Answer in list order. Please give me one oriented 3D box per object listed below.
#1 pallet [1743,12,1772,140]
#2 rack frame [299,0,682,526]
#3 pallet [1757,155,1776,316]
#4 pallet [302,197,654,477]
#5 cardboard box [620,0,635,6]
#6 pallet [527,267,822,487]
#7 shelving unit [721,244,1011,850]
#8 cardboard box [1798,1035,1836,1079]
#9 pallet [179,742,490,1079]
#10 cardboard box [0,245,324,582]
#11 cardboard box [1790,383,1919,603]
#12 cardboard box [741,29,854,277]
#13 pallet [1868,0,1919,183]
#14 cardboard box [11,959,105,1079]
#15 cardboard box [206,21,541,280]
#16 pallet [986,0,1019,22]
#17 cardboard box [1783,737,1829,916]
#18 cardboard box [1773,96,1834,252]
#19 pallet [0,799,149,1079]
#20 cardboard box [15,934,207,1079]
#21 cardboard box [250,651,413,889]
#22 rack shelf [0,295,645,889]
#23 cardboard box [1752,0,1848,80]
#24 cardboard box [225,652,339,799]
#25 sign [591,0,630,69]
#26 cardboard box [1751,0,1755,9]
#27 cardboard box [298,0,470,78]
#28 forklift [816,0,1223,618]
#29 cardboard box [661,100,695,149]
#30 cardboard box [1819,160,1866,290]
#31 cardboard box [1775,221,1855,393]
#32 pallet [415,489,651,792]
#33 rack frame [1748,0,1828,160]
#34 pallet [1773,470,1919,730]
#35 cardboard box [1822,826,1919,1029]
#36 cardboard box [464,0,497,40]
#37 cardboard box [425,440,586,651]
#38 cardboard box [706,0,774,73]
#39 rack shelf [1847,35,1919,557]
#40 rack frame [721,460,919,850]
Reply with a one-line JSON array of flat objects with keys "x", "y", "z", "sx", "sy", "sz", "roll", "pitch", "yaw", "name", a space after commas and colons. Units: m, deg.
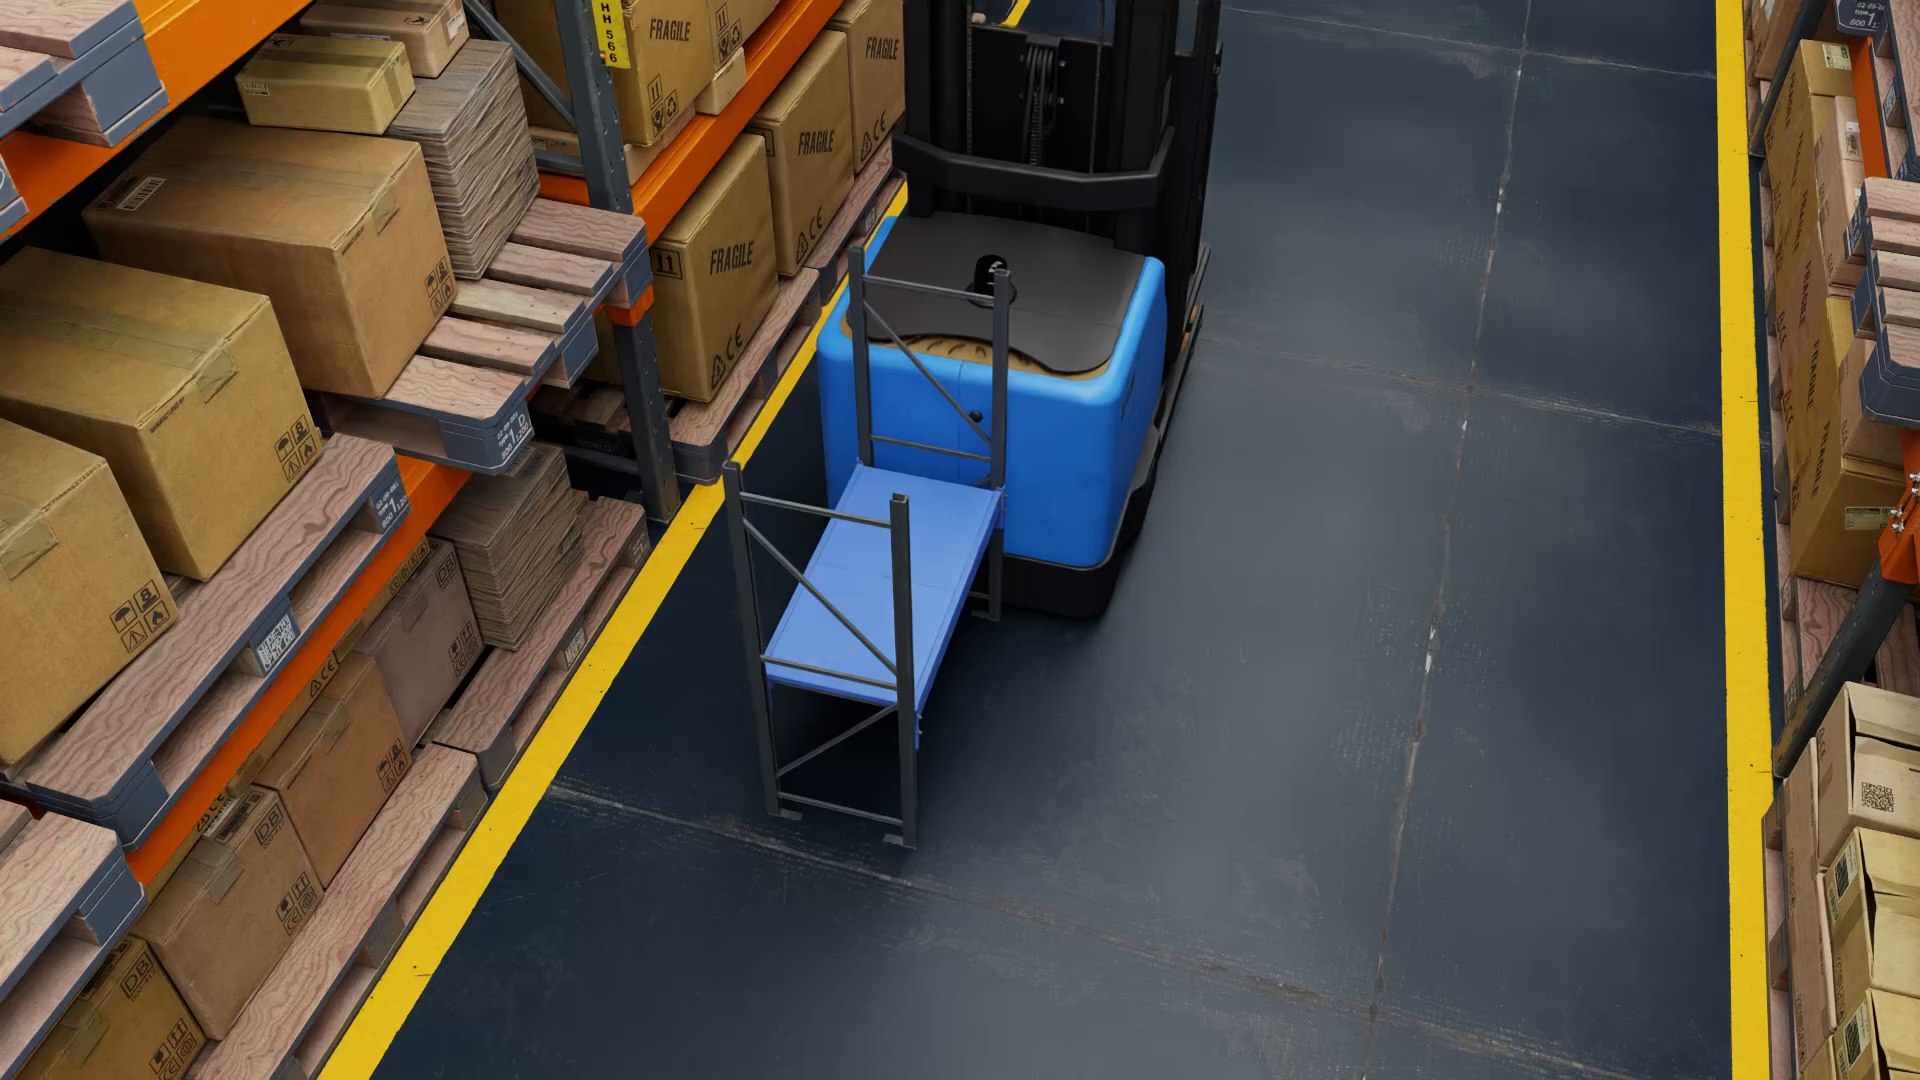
[{"x": 4.579, "y": -2.352, "z": 8.503, "sx": 1.003, "sy": 0.211, "sz": 1.213, "roll": 13, "pitch": 46, "yaw": 13, "name": "pallet"}, {"x": -1.563, "y": -1.272, "z": 5.405, "sx": 1.000, "sy": 3.000, "sz": 0.127, "roll": 13, "pitch": 46, "yaw": 13, "name": "rack frame"}, {"x": 4.160, "y": -1.344, "z": 7.473, "sx": 1.003, "sy": 0.211, "sz": 1.213, "roll": 13, "pitch": 46, "yaw": 13, "name": "pallet"}, {"x": -1.678, "y": -0.706, "z": 4.963, "sx": 1.213, "sy": 0.211, "sz": 1.003, "roll": 13, "pitch": 46, "yaw": 13, "name": "pallet"}, {"x": -1.171, "y": -1.956, "z": 5.270, "sx": 0.500, "sy": 0.250, "sz": 0.500, "roll": 14, "pitch": 46, "yaw": 13, "name": "cardboard box"}, {"x": -1.253, "y": -0.785, "z": 6.901, "sx": 1.003, "sy": 0.211, "sz": 1.213, "roll": 13, "pitch": 46, "yaw": 13, "name": "pallet"}, {"x": -0.234, "y": 0.043, "z": 5.133, "sx": 0.538, "sy": 1.500, "sz": 1.048, "roll": 11, "pitch": 46, "yaw": 11, "name": "shelving unit"}, {"x": 2.417, "y": 1.578, "z": 4.159, "sx": 0.500, "sy": 0.250, "sz": 0.500, "roll": 11, "pitch": 46, "yaw": 11, "name": "cardboard box"}, {"x": -2.173, "y": 1.056, "z": 5.020, "sx": 1.003, "sy": 0.211, "sz": 1.213, "roll": 13, "pitch": 46, "yaw": 13, "name": "pallet"}, {"x": -2.052, "y": -0.314, "z": 4.040, "sx": 0.700, "sy": 0.500, "sz": 0.500, "roll": 13, "pitch": 46, "yaw": 13, "name": "cardboard box"}, {"x": 3.218, "y": -0.162, "z": 5.743, "sx": 0.500, "sy": 0.500, "sz": 0.500, "roll": 14, "pitch": 46, "yaw": 14, "name": "cardboard box"}, {"x": -0.944, "y": -1.698, "z": 7.078, "sx": 0.750, "sy": 0.750, "sz": 0.750, "roll": 12, "pitch": 46, "yaw": 12, "name": "cardboard box"}, {"x": 3.743, "y": -1.454, "z": 5.728, "sx": 1.003, "sy": 0.211, "sz": 1.213, "roll": 13, "pitch": 46, "yaw": 13, "name": "pallet"}, {"x": -2.437, "y": 1.074, "z": 3.944, "sx": 0.500, "sy": 0.250, "sz": 0.500, "roll": 12, "pitch": 46, "yaw": 12, "name": "cardboard box"}, {"x": -1.696, "y": -1.149, "z": 4.894, "sx": 0.700, "sy": 0.500, "sz": 0.500, "roll": 8, "pitch": 45, "yaw": 8, "name": "cardboard box"}, {"x": -0.047, "y": -3.432, "z": 9.606, "sx": 1.003, "sy": 0.211, "sz": 1.213, "roll": 13, "pitch": 46, "yaw": 13, "name": "pallet"}, {"x": 2.720, "y": 0.895, "z": 4.857, "sx": 0.500, "sy": 0.250, "sz": 0.500, "roll": 12, "pitch": 46, "yaw": 12, "name": "cardboard box"}, {"x": 3.841, "y": -1.526, "z": 7.138, "sx": 0.500, "sy": 0.500, "sz": 0.500, "roll": 13, "pitch": 46, "yaw": 13, "name": "cardboard box"}, {"x": -2.404, "y": 0.985, "z": 3.236, "sx": 1.003, "sy": 0.211, "sz": 1.213, "roll": 13, "pitch": 46, "yaw": 13, "name": "pallet"}, {"x": -2.459, "y": 1.282, "z": 4.268, "sx": 0.700, "sy": 0.500, "sz": 0.500, "roll": 12, "pitch": 46, "yaw": 12, "name": "cardboard box"}, {"x": -2.122, "y": 0.611, "z": 4.953, "sx": 0.700, "sy": 0.500, "sz": 0.500, "roll": 12, "pitch": 46, "yaw": 12, "name": "cardboard box"}, {"x": -2.169, "y": 0.319, "z": 4.294, "sx": 1.077, "sy": 0.370, "sz": 4.000, "roll": 13, "pitch": 46, "yaw": 13, "name": "rack shelf"}, {"x": 4.273, "y": -2.595, "z": 8.230, "sx": 0.500, "sy": 0.500, "sz": 0.500, "roll": 13, "pitch": 46, "yaw": 13, "name": "cardboard box"}, {"x": -2.115, "y": 0.398, "z": 4.635, "sx": 0.500, "sy": 0.250, "sz": 0.500, "roll": 12, "pitch": 46, "yaw": 12, "name": "cardboard box"}, {"x": -1.043, "y": -1.549, "z": 4.917, "sx": 0.100, "sy": 0.325, "sz": 0.005, "roll": 13, "pitch": 46, "yaw": 13, "name": "sign"}, {"x": 4.500, "y": -3.027, "z": 8.807, "sx": 0.500, "sy": 0.311, "sz": 0.500, "roll": 13, "pitch": 46, "yaw": 13, "name": "cardboard box"}, {"x": -1.639, "y": -1.460, "z": 4.748, "sx": 0.380, "sy": 0.149, "sz": 0.250, "roll": 7, "pitch": 45, "yaw": 7, "name": "cardboard box"}, {"x": 0.410, "y": -1.823, "z": 6.018, "sx": 1.130, "sy": 2.935, "sz": 3.031, "roll": 11, "pitch": 46, "yaw": 11, "name": "forklift"}, {"x": -1.158, "y": -1.526, "z": 5.830, "sx": 0.380, "sy": 0.149, "sz": 0.250, "roll": 13, "pitch": 46, "yaw": 13, "name": "cardboard box"}, {"x": 3.537, "y": -1.151, "z": 6.218, "sx": 0.500, "sy": 0.250, "sz": 0.500, "roll": 12, "pitch": 46, "yaw": 12, "name": "cardboard box"}, {"x": 3.529, "y": -0.858, "z": 6.455, "sx": 0.500, "sy": 0.500, "sz": 0.500, "roll": 11, "pitch": 45, "yaw": 11, "name": "cardboard box"}, {"x": -1.801, "y": 0.246, "z": 5.848, "sx": 1.003, "sy": 0.211, "sz": 1.213, "roll": 13, "pitch": 46, "yaw": 13, "name": "pallet"}, {"x": 4.370, "y": -2.891, "z": 7.060, "sx": 1.000, "sy": 3.000, "sz": 0.127, "roll": 13, "pitch": 46, "yaw": 13, "name": "rack frame"}, {"x": 3.421, "y": 0.282, "z": 5.811, "sx": 1.003, "sy": 0.211, "sz": 1.213, "roll": 13, "pitch": 46, "yaw": 13, "name": "pallet"}, {"x": 2.569, "y": 1.046, "z": 4.301, "sx": 0.500, "sy": 0.311, "sz": 0.500, "roll": 11, "pitch": 46, "yaw": 12, "name": "cardboard box"}, {"x": -1.671, "y": -1.792, "z": 5.638, "sx": 0.500, "sy": 0.500, "sz": 0.500, "roll": 13, "pitch": 46, "yaw": 13, "name": "cardboard box"}, {"x": -1.732, "y": -0.045, "z": 5.623, "sx": 0.700, "sy": 0.500, "sz": 0.500, "roll": 13, "pitch": 46, "yaw": 13, "name": "cardboard box"}, {"x": -1.005, "y": -2.038, "z": 5.889, "sx": 0.500, "sy": 0.500, "sz": 0.500, "roll": 14, "pitch": 46, "yaw": 14, "name": "cardboard box"}, {"x": 3.765, "y": -1.301, "z": 5.949, "sx": 1.077, "sy": 0.370, "sz": 4.000, "roll": 13, "pitch": 46, "yaw": 13, "name": "rack shelf"}, {"x": -0.374, "y": 0.385, "z": 4.784, "sx": 0.500, "sy": 1.500, "sz": 0.032, "roll": 11, "pitch": 46, "yaw": 11, "name": "rack frame"}]
